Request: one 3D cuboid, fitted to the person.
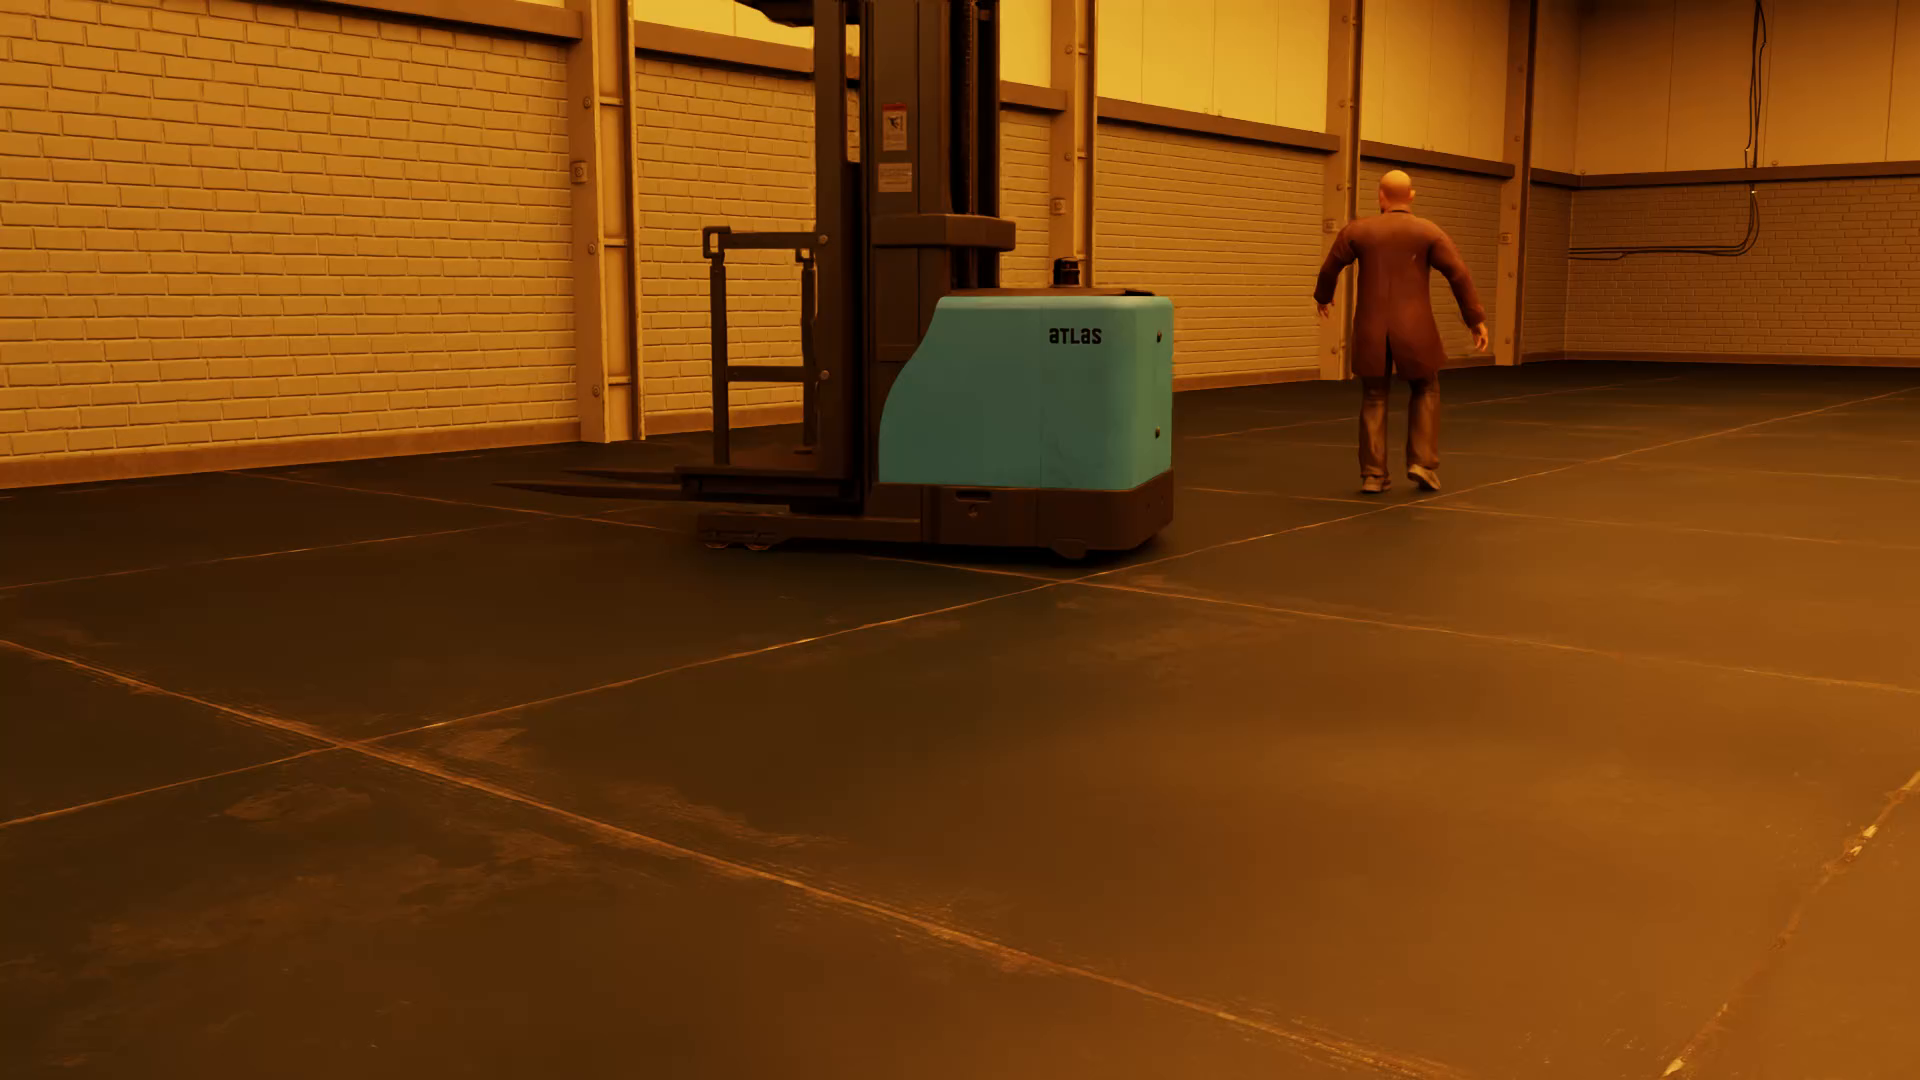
[{"bbox_3d":[2.423,-1.092,9.239,0.994,1.742,0.557,4,9,27],"label":"person"}]

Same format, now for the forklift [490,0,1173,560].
[{"bbox_3d":[-0.617,-1.470,7.329,3.031,2.935,1.130,3,9,17],"label":"forklift"}]
